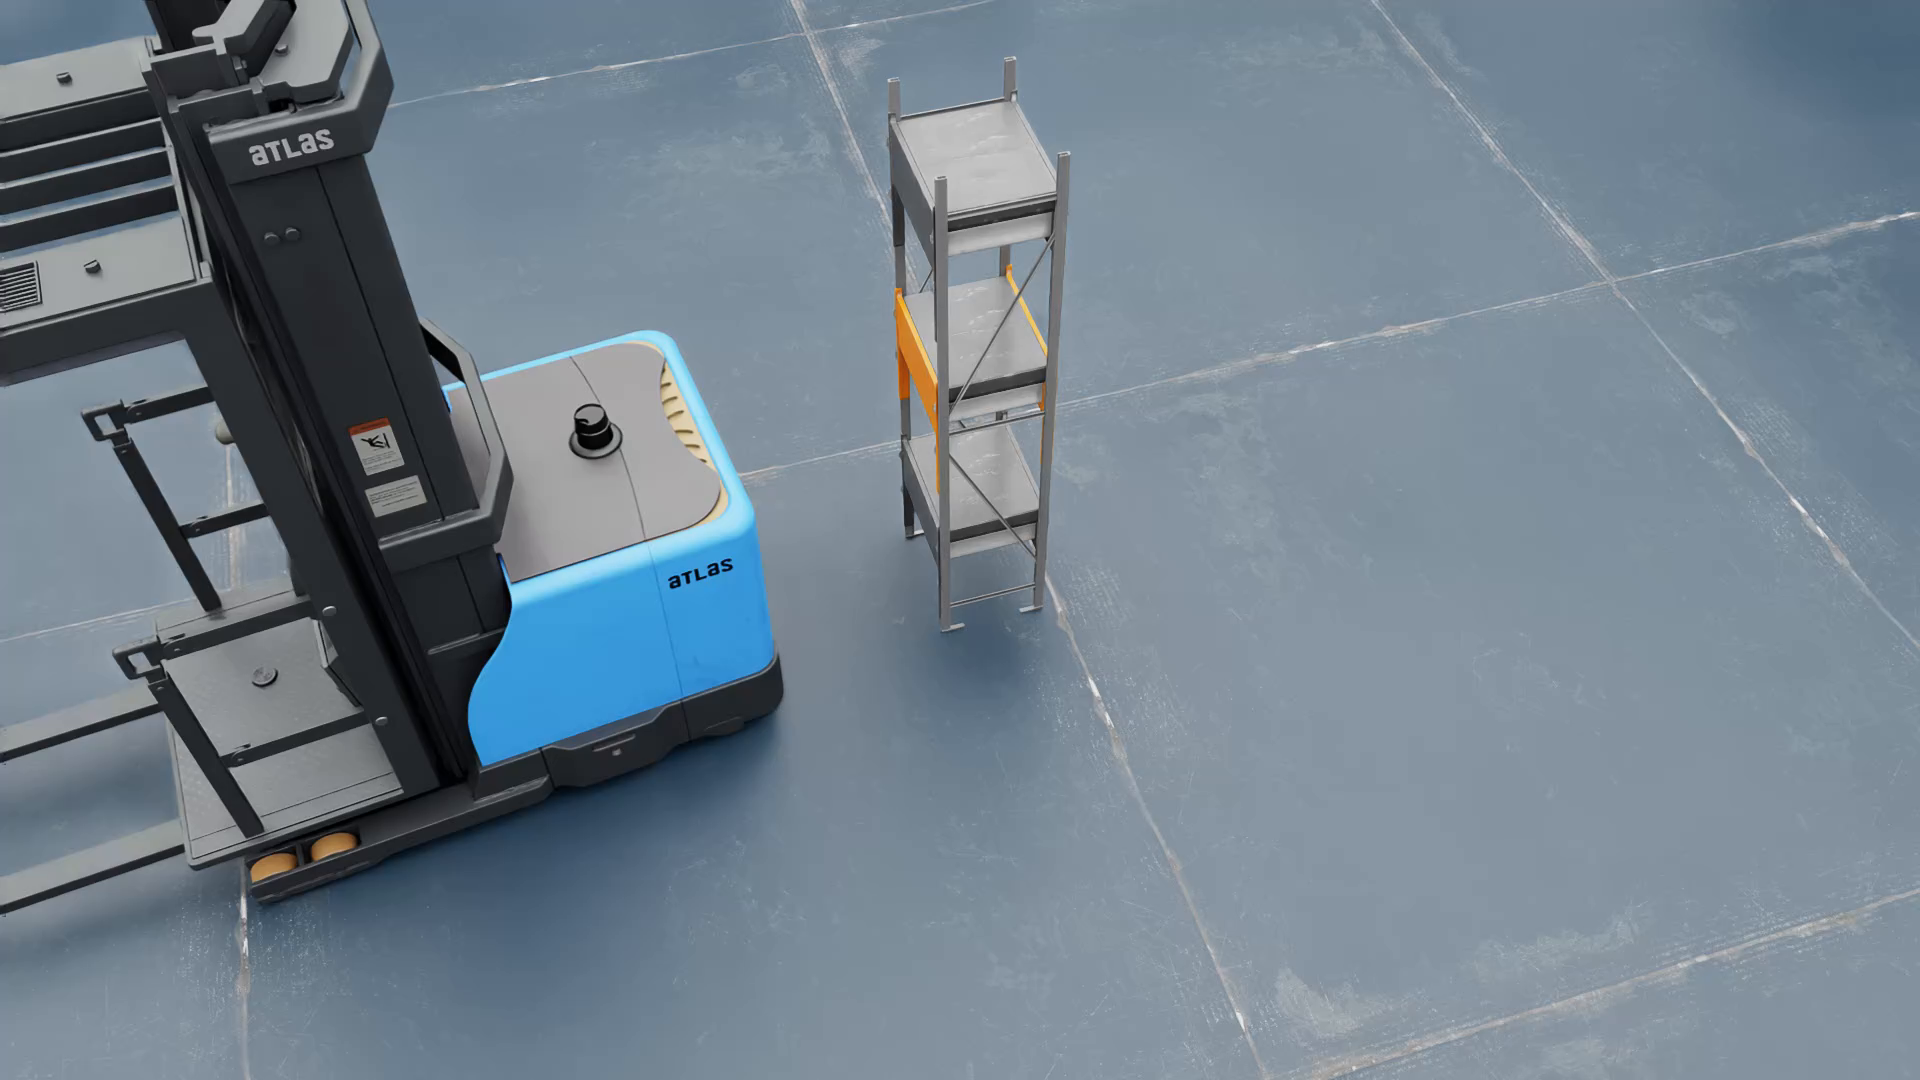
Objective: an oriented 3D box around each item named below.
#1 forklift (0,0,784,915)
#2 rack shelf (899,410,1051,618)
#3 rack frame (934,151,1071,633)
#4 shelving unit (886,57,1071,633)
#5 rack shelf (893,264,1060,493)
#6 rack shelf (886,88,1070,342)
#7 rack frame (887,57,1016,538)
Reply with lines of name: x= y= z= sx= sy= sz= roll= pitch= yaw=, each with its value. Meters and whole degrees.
forklift: x=-2.198 y=-0.214 z=4.803 sx=3.031 sy=2.935 sz=1.130 roll=-18 pitch=52 yaw=-15
rack shelf: x=0.049 y=-0.096 z=6.181 sx=0.431 sy=0.518 sz=0.480 roll=-13 pitch=51 yaw=-11
rack frame: x=0.121 y=-0.378 z=5.485 sx=0.400 sy=2.100 sz=0.015 roll=-13 pitch=51 yaw=-11
shelving unit: x=0.049 y=-0.556 z=5.635 sx=0.431 sy=2.100 sz=0.503 roll=-13 pitch=51 yaw=-11
rack shelf: x=0.049 y=-0.547 z=5.645 sx=0.431 sy=0.518 sz=0.480 roll=-13 pitch=51 yaw=-11
rack shelf: x=0.049 y=-0.998 z=5.110 sx=0.431 sy=0.518 sz=0.480 roll=-13 pitch=51 yaw=-11
rack frame: x=-0.023 y=-0.734 z=5.785 sx=0.400 sy=2.100 sz=0.015 roll=-13 pitch=51 yaw=-11
